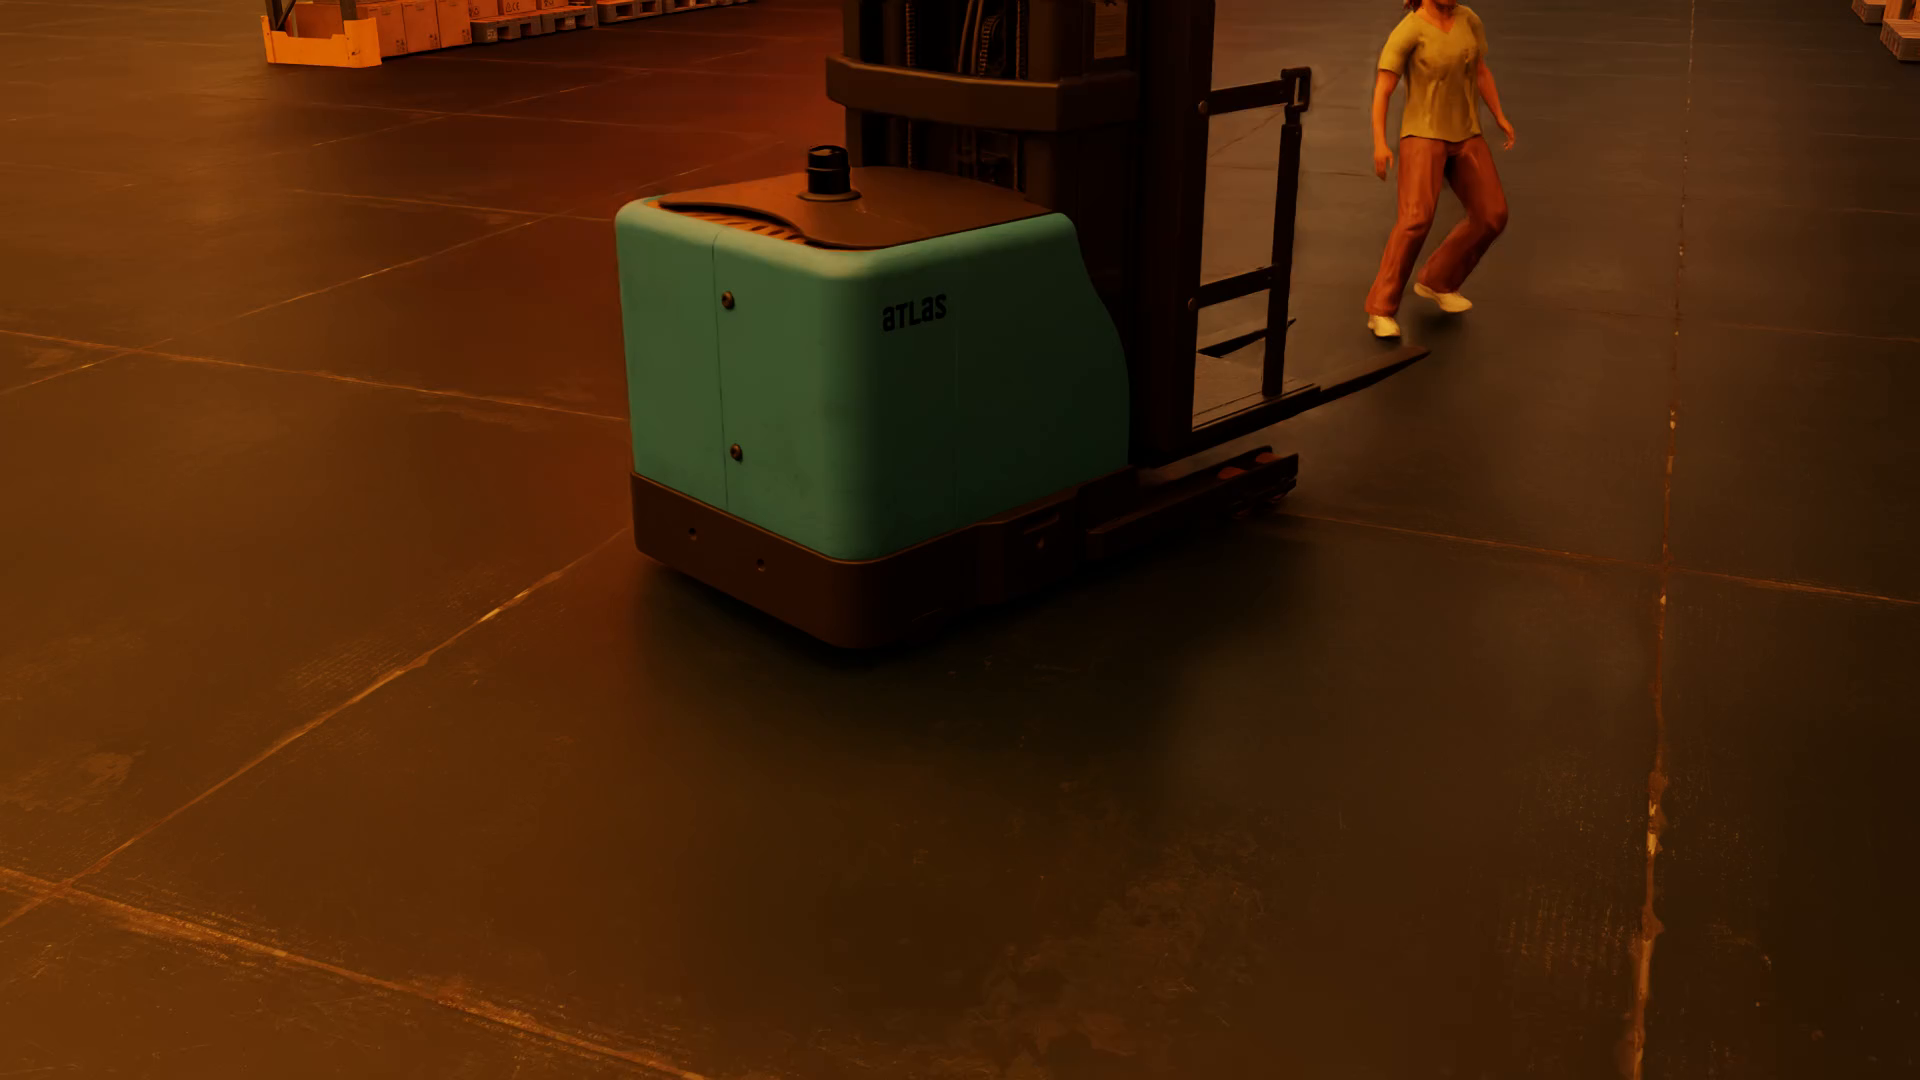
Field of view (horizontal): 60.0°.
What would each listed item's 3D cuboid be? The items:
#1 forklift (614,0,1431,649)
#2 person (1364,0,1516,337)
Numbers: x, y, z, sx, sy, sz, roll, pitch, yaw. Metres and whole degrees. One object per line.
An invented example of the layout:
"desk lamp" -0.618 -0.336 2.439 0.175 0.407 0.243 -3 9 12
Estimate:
"forklift" 0.450 -1.543 4.984 3.031 2.935 1.130 -21 30 -40
"person" 2.038 -1.705 7.103 0.701 1.593 0.524 -8 24 -18
